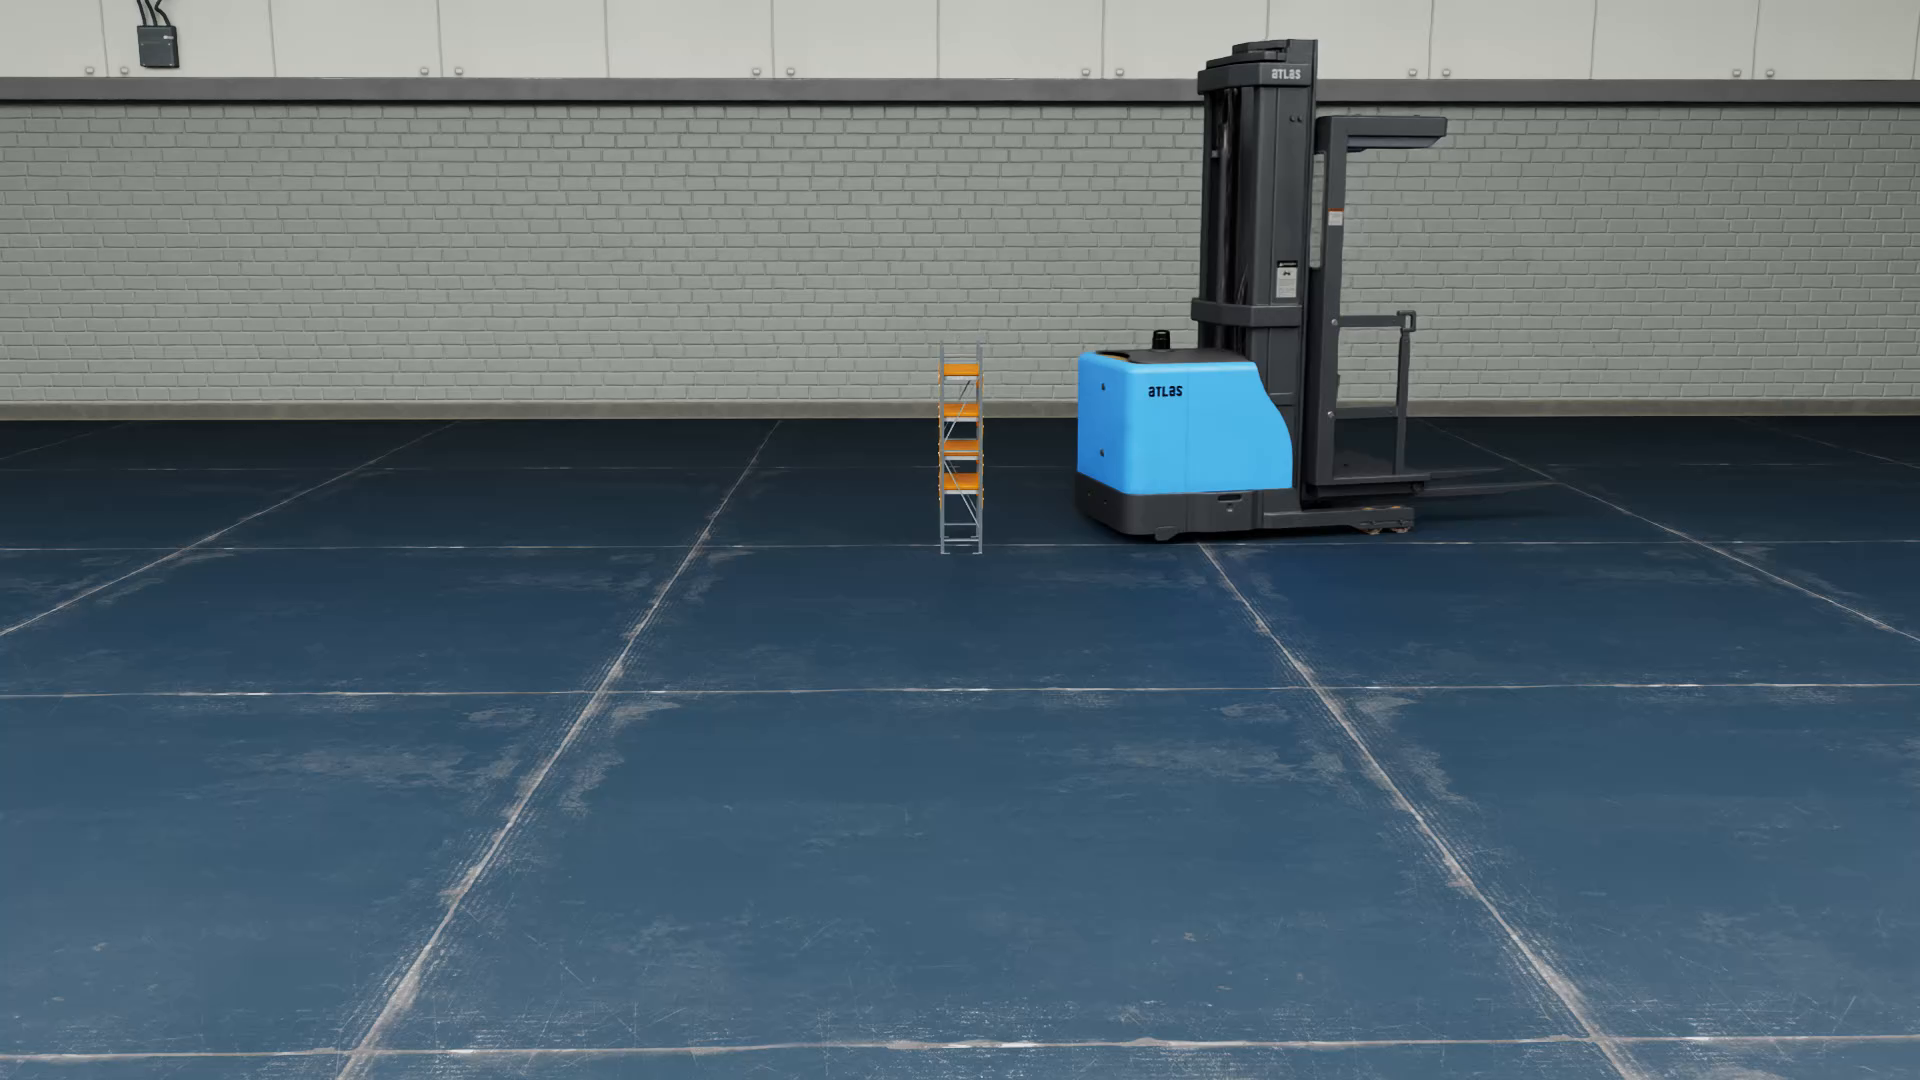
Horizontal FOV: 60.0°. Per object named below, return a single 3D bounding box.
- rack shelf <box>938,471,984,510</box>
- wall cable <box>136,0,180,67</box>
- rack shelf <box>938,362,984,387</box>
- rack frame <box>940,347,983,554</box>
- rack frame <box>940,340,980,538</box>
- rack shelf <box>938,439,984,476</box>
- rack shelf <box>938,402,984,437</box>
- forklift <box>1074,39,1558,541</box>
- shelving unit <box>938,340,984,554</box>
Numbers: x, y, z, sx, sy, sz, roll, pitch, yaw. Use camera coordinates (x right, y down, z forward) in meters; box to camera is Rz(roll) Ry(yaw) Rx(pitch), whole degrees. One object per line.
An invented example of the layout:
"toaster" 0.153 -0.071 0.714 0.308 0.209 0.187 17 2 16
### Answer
"rack shelf" 0.003 -0.295 9.830 0.258 0.148 0.480 0 11 -1
"wall cable" -6.192 -7.199 14.359 2.305 6.003 0.169 0 11 -1
"rack shelf" 0.003 -0.940 9.699 0.258 0.148 0.480 0 11 -1
"rack frame" 0.008 -0.507 9.539 0.240 1.200 0.015 0 11 -1
"rack frame" -0.002 -0.604 10.017 0.240 1.200 0.015 0 11 -1
"rack shelf" 0.003 -0.489 9.791 0.258 0.148 0.480 0 11 -1
"rack shelf" 0.003 -0.708 9.747 0.258 0.148 0.480 0 11 -1
"forklift" 2.313 -1.568 10.416 3.031 2.935 1.130 -3 12 -14
"shelving unit" 0.003 -0.555 9.778 0.258 1.200 0.503 0 11 -1
